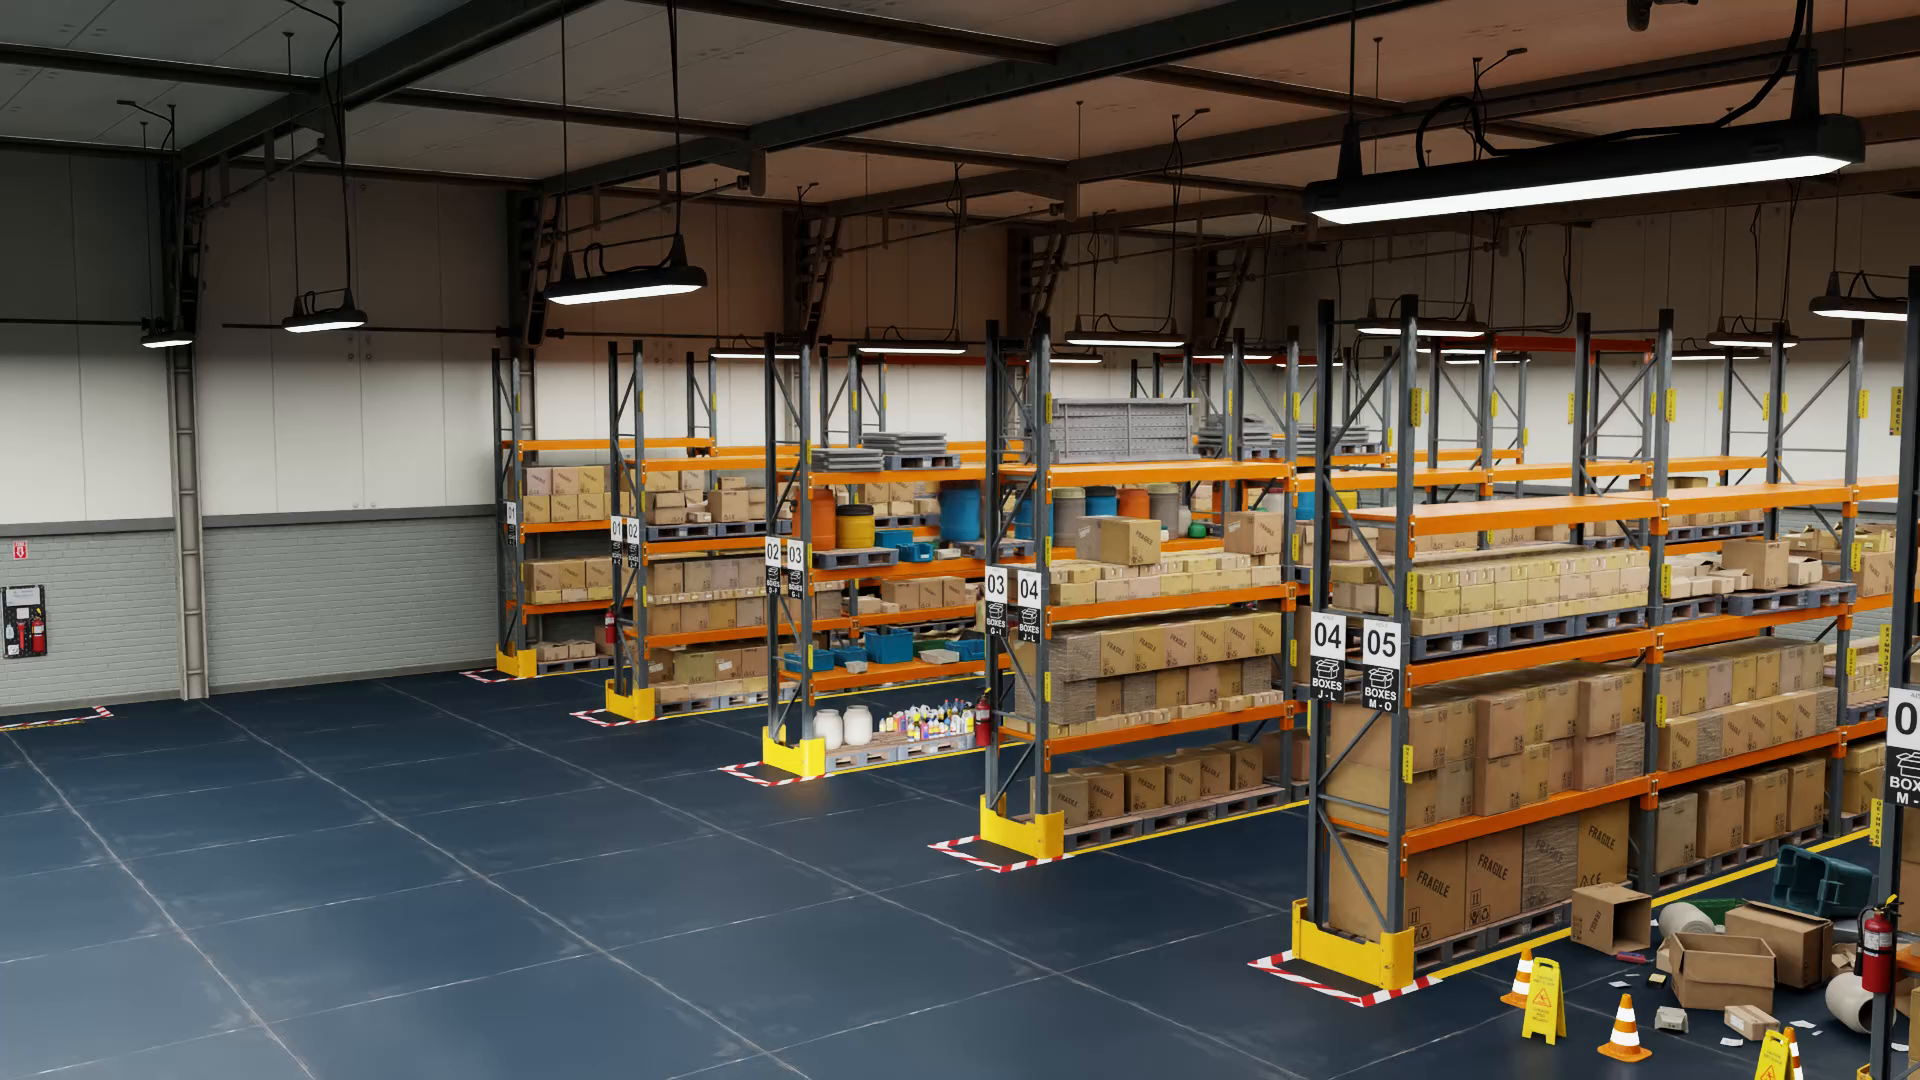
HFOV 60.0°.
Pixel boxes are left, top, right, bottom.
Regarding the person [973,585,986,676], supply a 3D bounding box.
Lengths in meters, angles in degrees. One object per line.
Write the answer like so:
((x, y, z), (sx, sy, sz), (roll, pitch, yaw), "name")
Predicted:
((0.432, 1.568, 29.223), (0.598, 1.567, 0.491), (-1, 5, -13), "person")

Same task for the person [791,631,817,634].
((-2.962, 1.542, 31.051), (1.054, 1.718, 0.632), (-4, 6, -38), "person")
